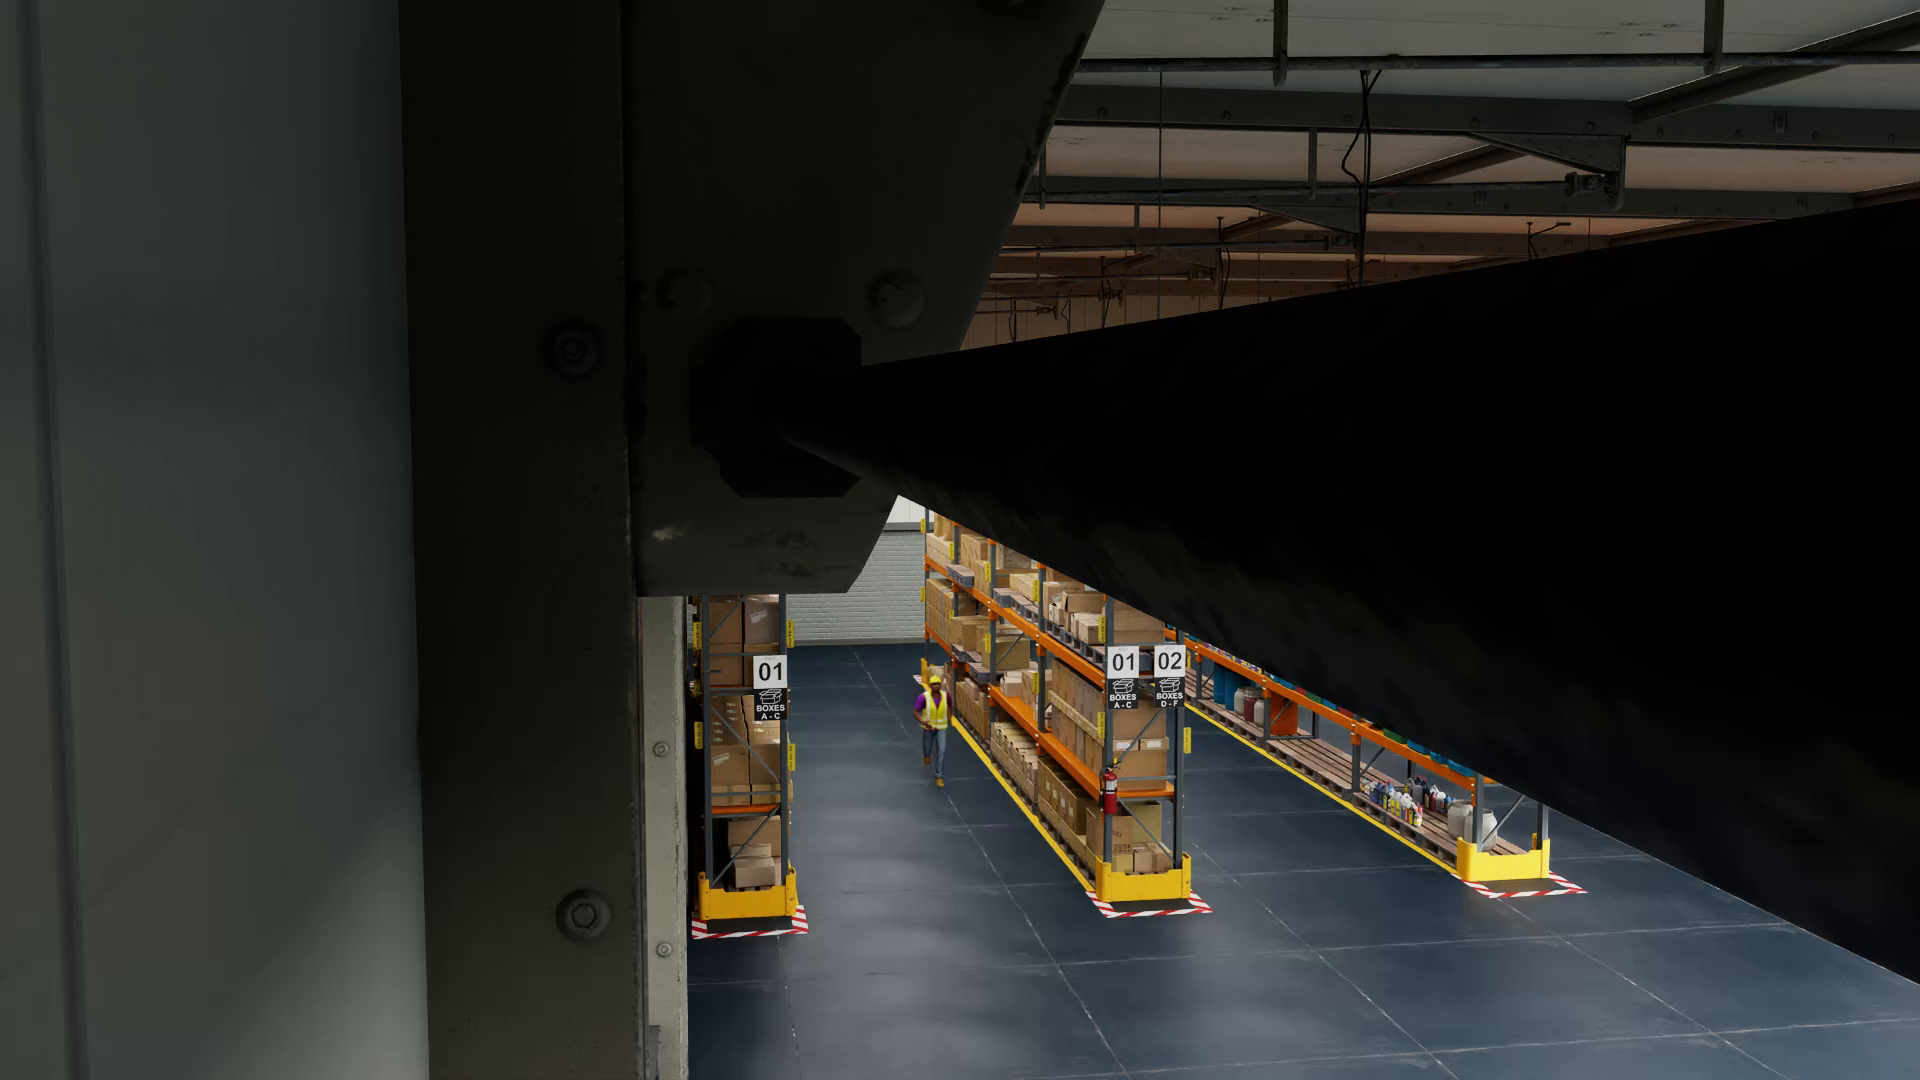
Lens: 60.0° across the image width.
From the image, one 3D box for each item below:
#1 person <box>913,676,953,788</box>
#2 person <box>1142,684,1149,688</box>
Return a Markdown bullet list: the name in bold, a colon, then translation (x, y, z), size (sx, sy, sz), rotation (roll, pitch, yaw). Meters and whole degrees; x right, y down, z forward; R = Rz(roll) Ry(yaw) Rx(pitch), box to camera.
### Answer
- **person**: translation (-0.431, 3.040, 27.174), size (0.671, 1.659, 1.071), rotation (-1, 5, -6)
- **person**: translation (3.232, 2.893, 30.087), size (0.526, 1.648, 0.683), rotation (-1, 5, -13)
